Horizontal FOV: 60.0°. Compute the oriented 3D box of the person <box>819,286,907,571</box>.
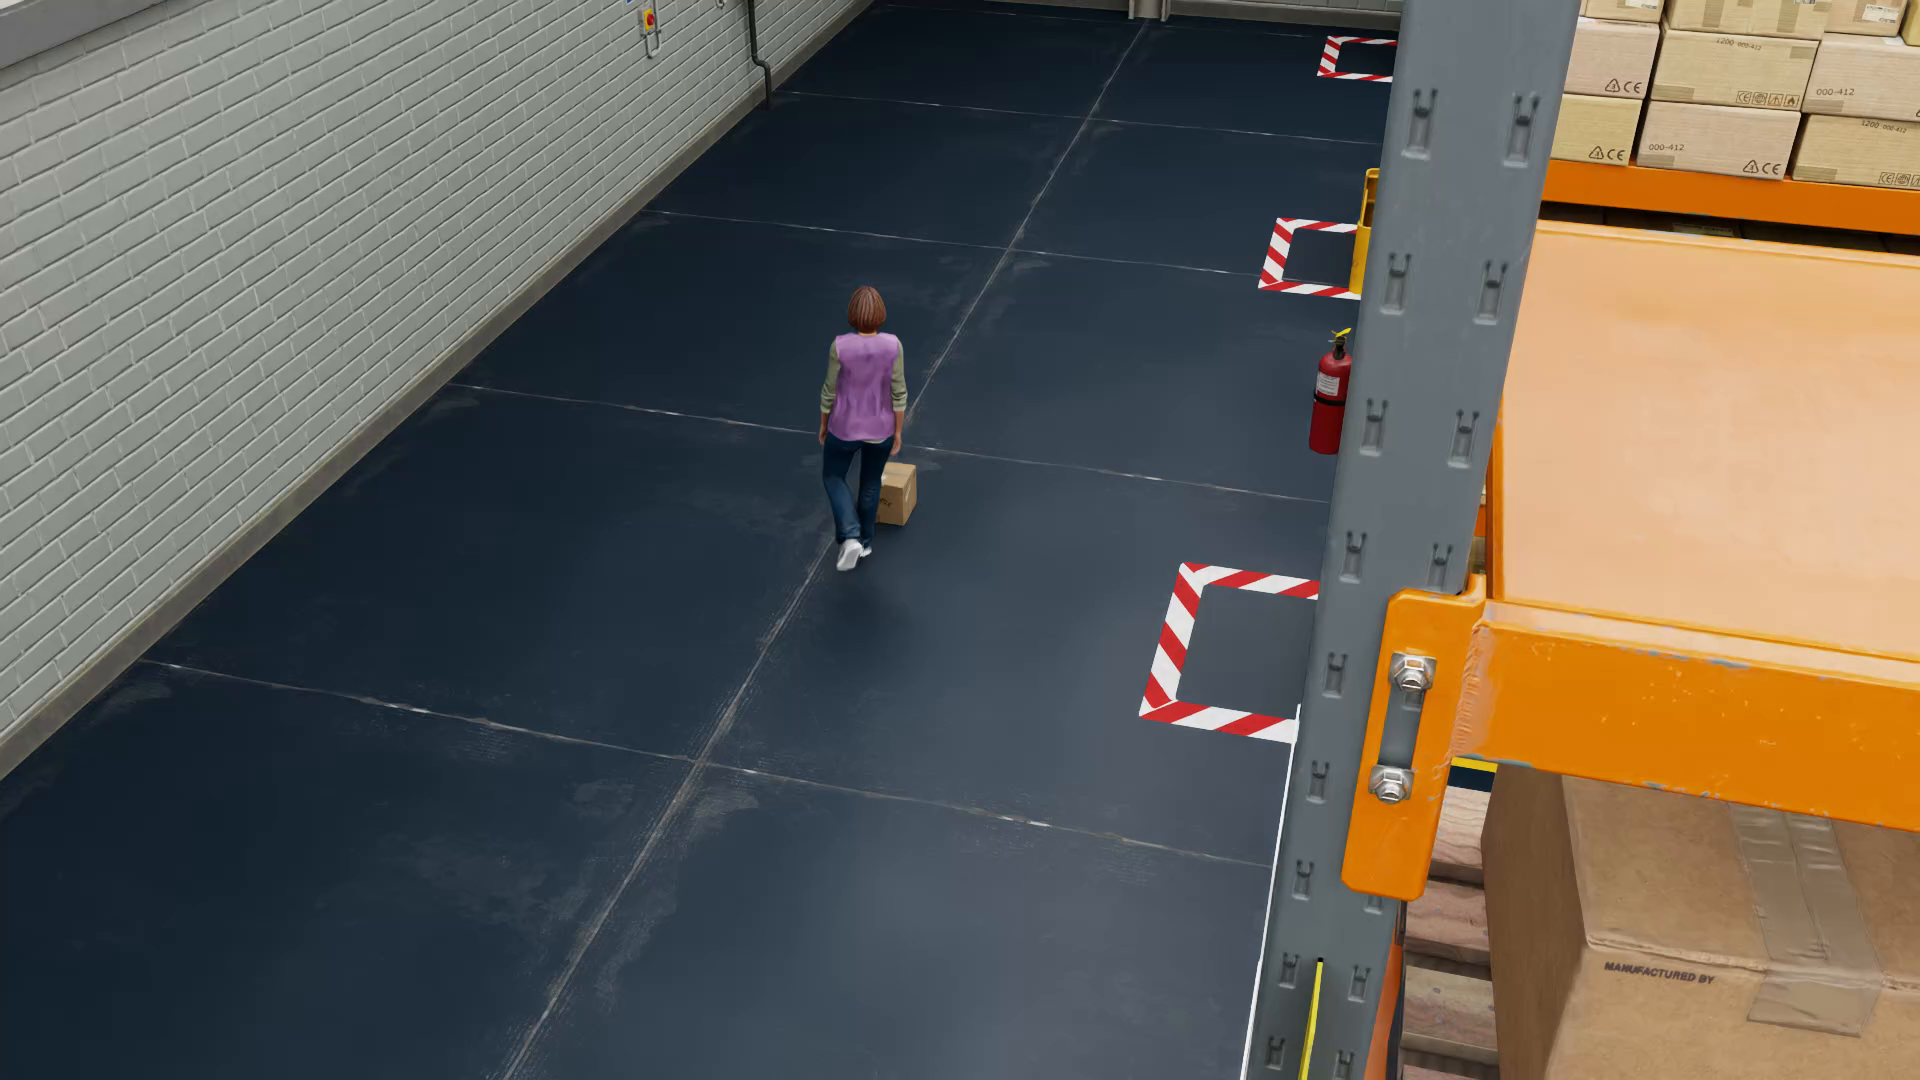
[{"bbox_3d":[-0.487,-0.539,8.460,0.447,1.593,0.654,-6,34,-9],"label":"person"}]
